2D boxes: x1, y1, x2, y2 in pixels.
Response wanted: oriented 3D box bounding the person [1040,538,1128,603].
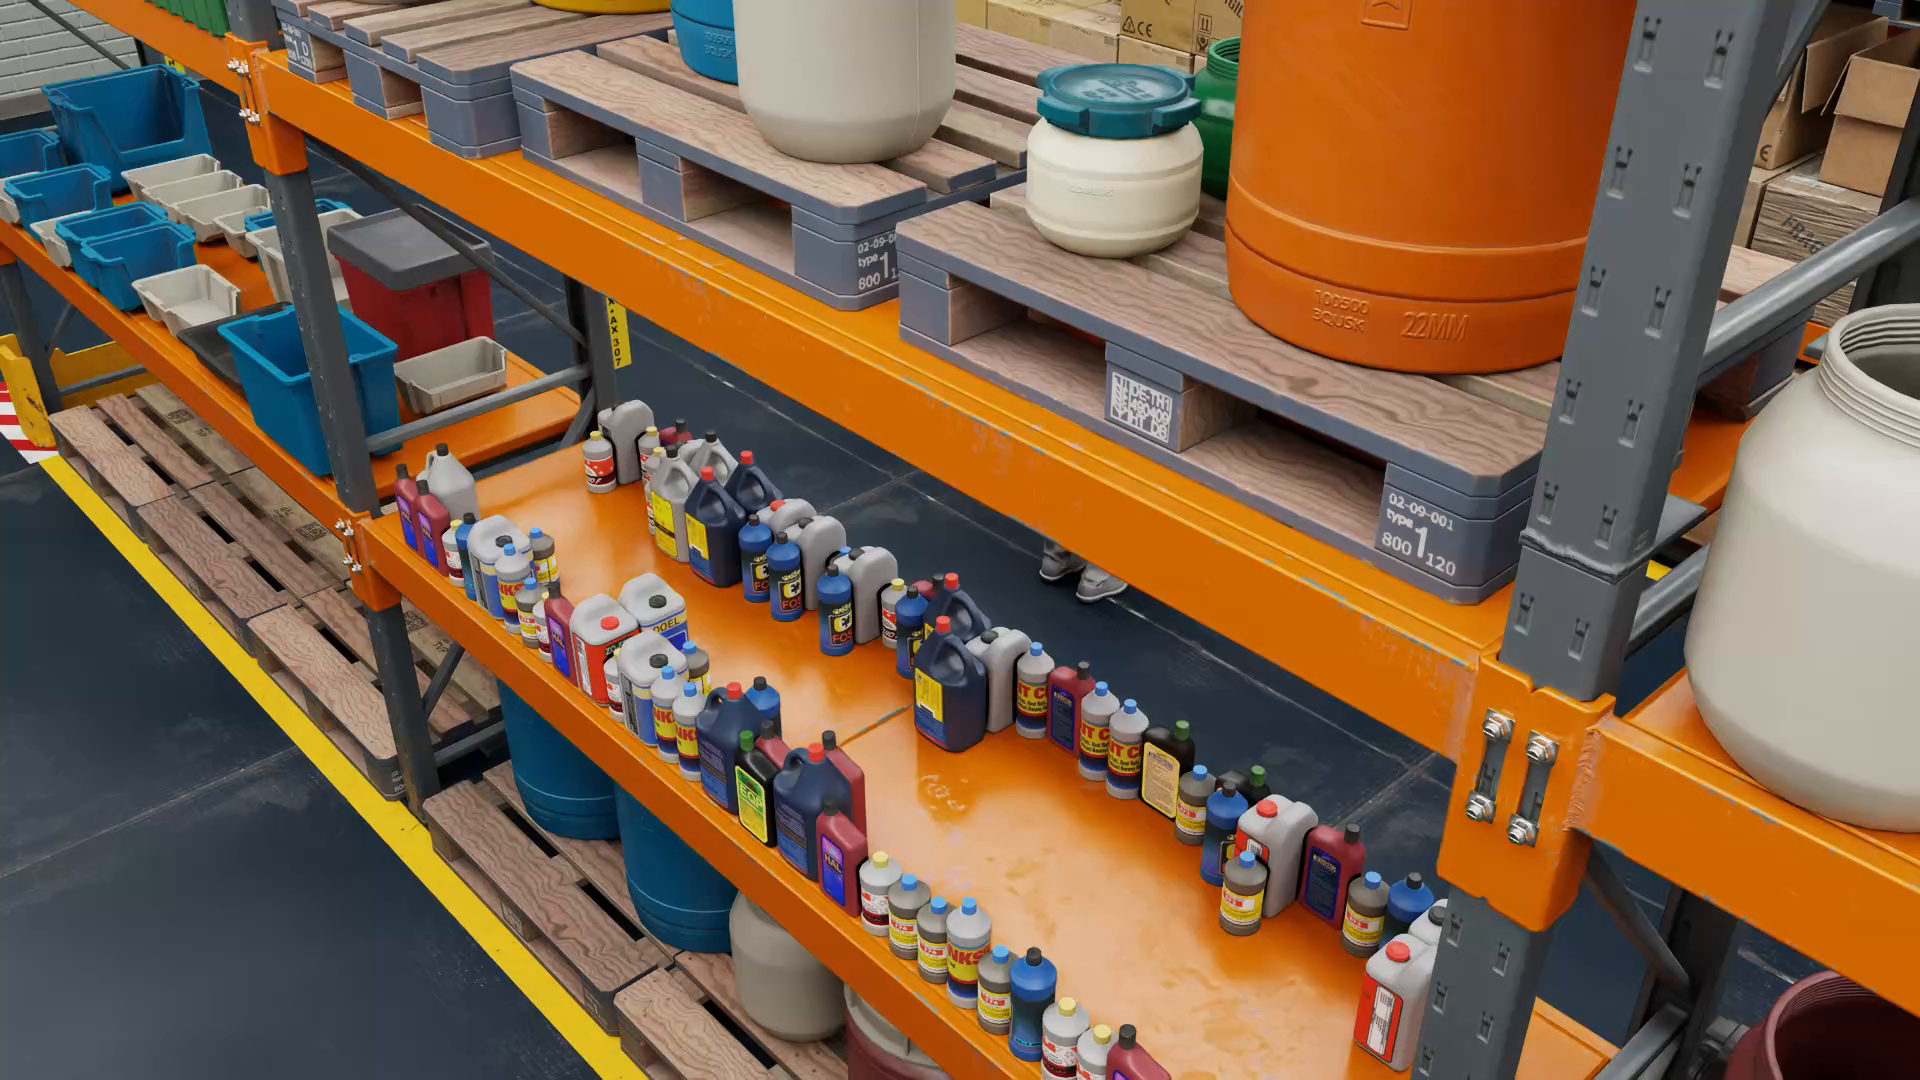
[{"bbox_3d":[0.687,-0.451,7.184,0.866,1.326,0.421,-28,41,-37],"label":"person"}]
